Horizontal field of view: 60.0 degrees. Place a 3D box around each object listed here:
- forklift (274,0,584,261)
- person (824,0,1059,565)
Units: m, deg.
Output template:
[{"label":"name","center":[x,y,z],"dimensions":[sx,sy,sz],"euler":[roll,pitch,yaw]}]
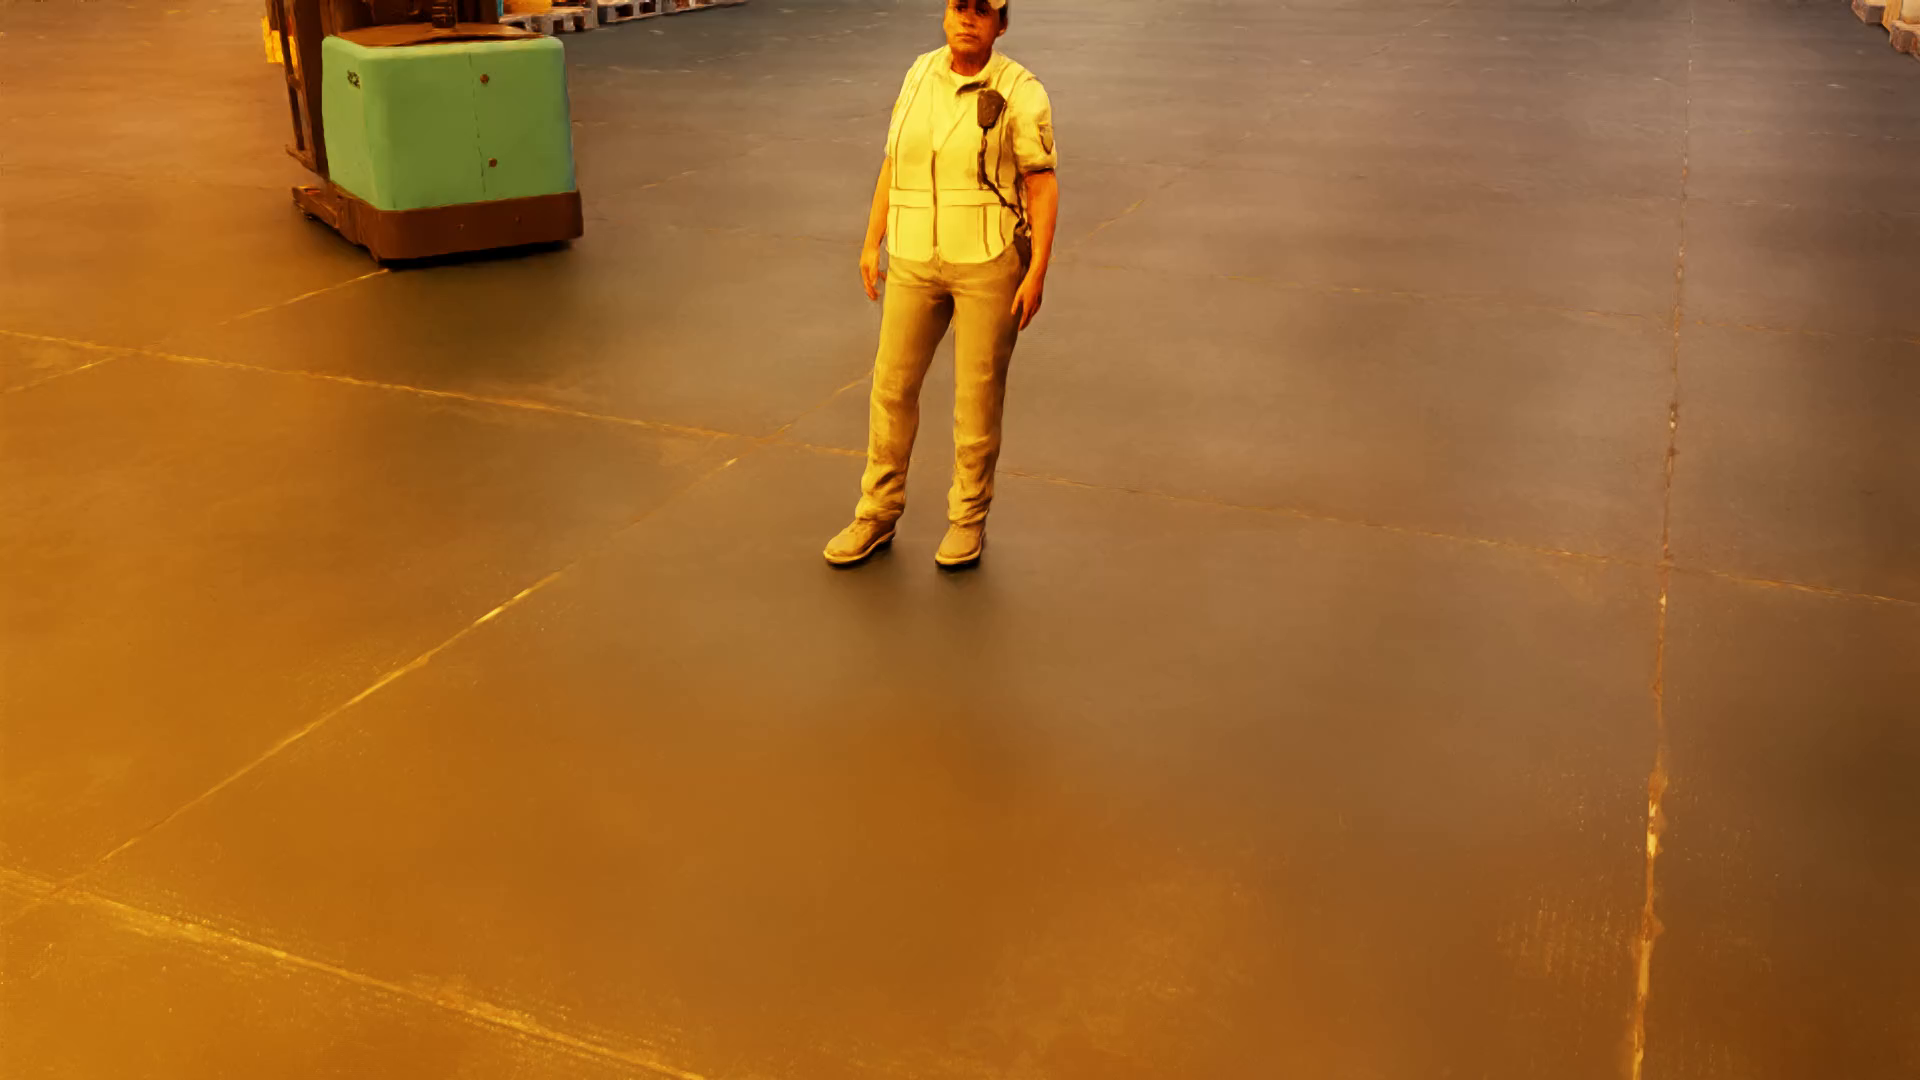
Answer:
[{"label":"forklift","center":[-3.197,-3.261,9.094],"dimensions":[1.130,2.935,3.031],"euler":[-14,26,-30]},{"label":"person","center":[-0.050,-0.752,4.712],"dimensions":[0.598,1.669,0.529],"euler":[9,24,21]}]
